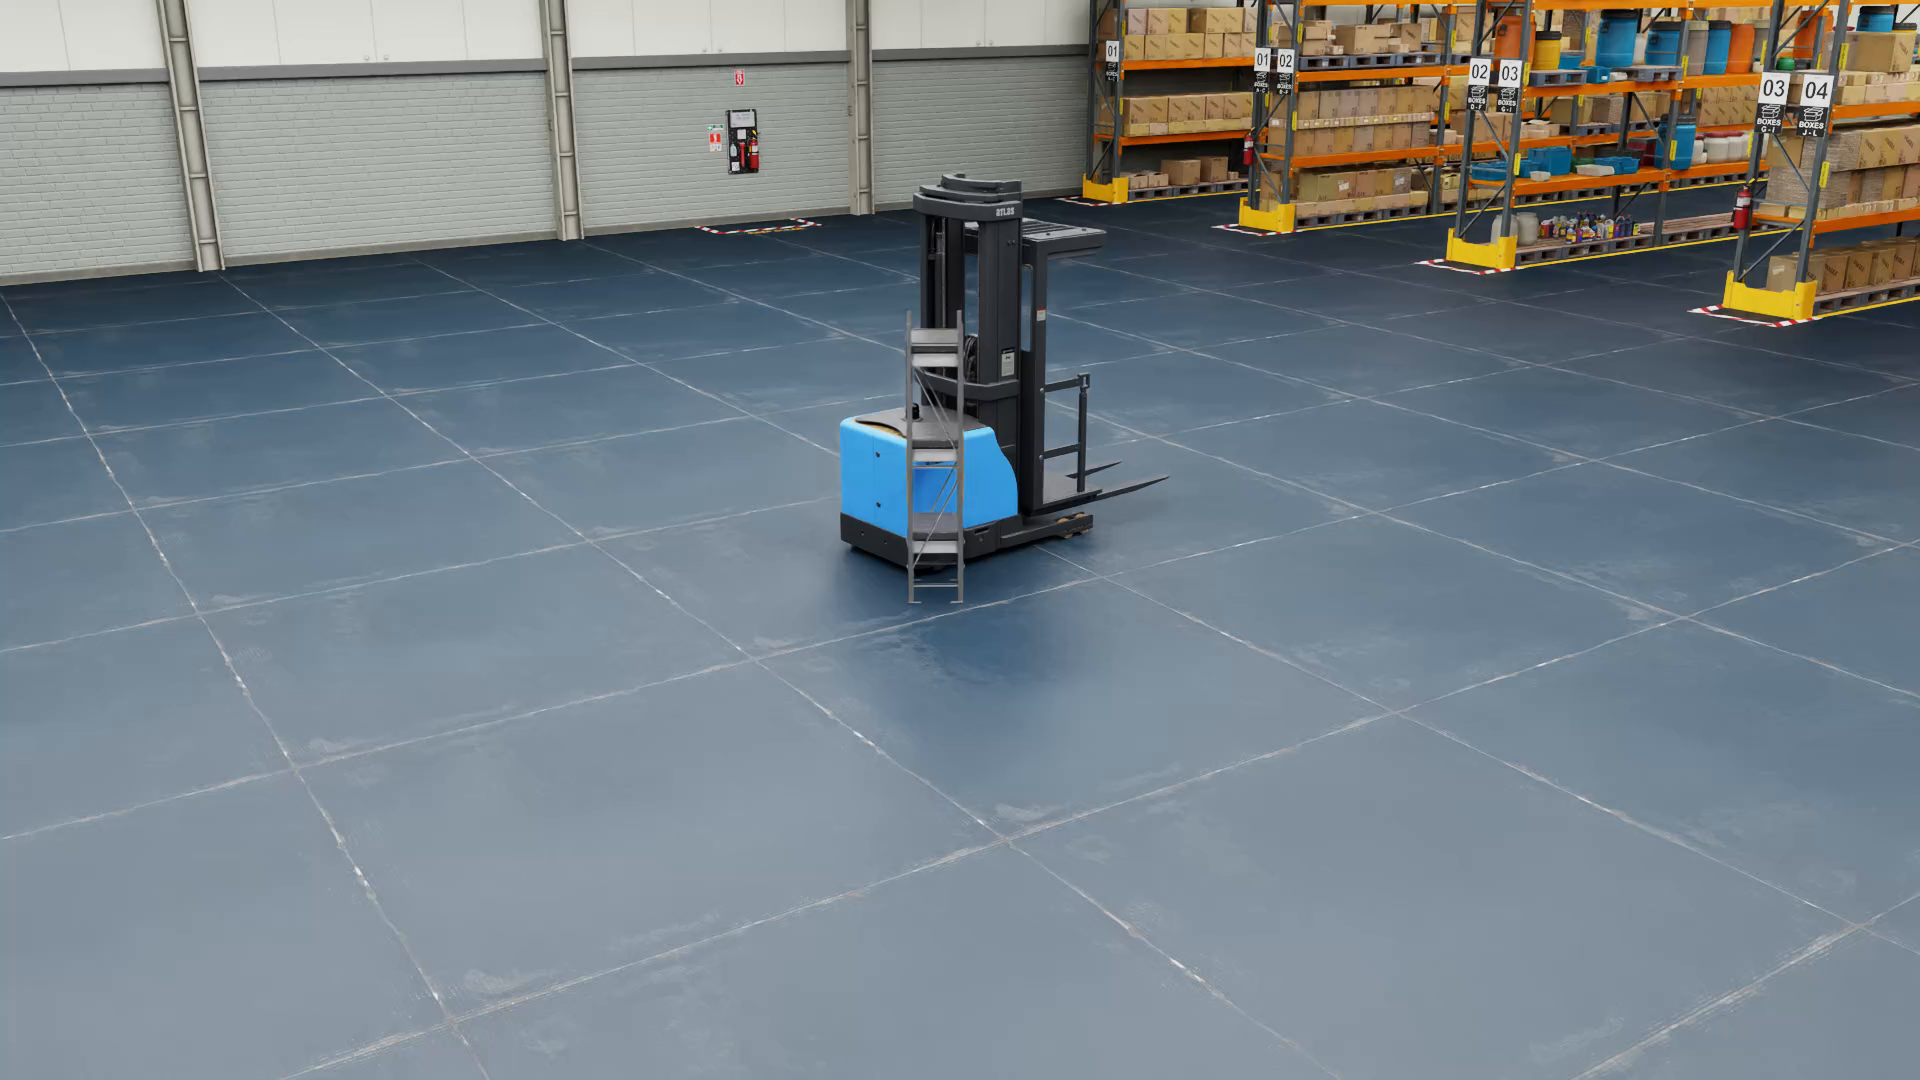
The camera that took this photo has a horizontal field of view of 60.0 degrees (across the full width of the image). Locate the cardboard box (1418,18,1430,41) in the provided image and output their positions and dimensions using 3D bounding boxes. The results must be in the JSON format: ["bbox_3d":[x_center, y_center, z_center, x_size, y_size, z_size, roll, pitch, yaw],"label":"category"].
[{"bbox_3d":[10.443,-11.846,38.573,0.500,0.500,0.700,-13,23,-34],"label":"cardboard box"}]

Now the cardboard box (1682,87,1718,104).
[{"bbox_3d":[16.272,-9.870,36.538,0.500,0.500,0.500,-11,22,-30],"label":"cardboard box"}]

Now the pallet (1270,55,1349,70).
[{"bbox_3d":[6.307,-8.724,30.320,1.213,0.211,1.003,-12,22,-31],"label":"pallet"}]

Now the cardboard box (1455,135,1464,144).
[{"bbox_3d":[9.895,-7.914,32.863,0.250,0.149,0.380,-12,22,-31],"label":"cardboard box"}]

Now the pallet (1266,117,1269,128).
[{"bbox_3d":[7.033,-9.261,36.754,1.213,0.211,1.003,-12,22,-31],"label":"pallet"}]

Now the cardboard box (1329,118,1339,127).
[{"bbox_3d":[6.788,-7.728,30.751,0.250,0.149,0.380,-12,22,-32],"label":"cardboard box"}]

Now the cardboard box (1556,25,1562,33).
[{"bbox_3d":[14.576,-12.491,40.747,0.500,0.250,0.500,-13,22,-33],"label":"cardboard box"}]

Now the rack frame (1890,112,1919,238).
[{"bbox_3d":[14.488,-5.281,24.683,0.127,3.000,1.000,-12,22,-31],"label":"rack frame"}]

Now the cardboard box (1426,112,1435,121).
[{"bbox_3d":[8.933,-8.181,32.092,0.250,0.149,0.380,-12,22,-31],"label":"cardboard box"}]

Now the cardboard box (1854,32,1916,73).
[{"bbox_3d":[12.536,-6.612,22.535,0.500,0.500,0.500,-12,22,-32],"label":"cardboard box"}]

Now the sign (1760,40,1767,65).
[{"bbox_3d":[10.859,-6.569,22.426,0.005,0.325,0.100,-12,22,-31],"label":"sign"}]

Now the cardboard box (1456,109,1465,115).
[{"bbox_3d":[11.785,-10.208,39.618,0.250,0.149,0.380,-13,22,-33],"label":"cardboard box"}]

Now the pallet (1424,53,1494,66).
[{"bbox_3d":[9.772,-9.421,32.543,1.217,0.209,0.805,-13,23,-34],"label":"pallet"}]

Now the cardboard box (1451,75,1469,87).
[{"bbox_3d":[11.889,-10.890,39.451,0.500,0.250,0.500,-11,22,-30],"label":"cardboard box"}]

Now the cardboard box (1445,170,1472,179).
[{"bbox_3d":[9.946,-7.187,33.081,0.500,0.311,0.500,-12,22,-32],"label":"cardboard box"}]

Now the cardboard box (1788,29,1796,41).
[{"bbox_3d":[18.776,-11.474,37.769,0.500,0.250,0.500,-12,22,-31],"label":"cardboard box"}]

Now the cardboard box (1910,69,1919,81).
[{"bbox_3d":[13.277,-6.452,23.074,0.250,0.149,0.380,-11,21,-29],"label":"cardboard box"}]

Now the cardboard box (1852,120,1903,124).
[{"bbox_3d":[13.138,-5.756,23.904,0.500,0.500,0.500,-12,22,-31],"label":"cardboard box"}]

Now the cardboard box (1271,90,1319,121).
[{"bbox_3d":[6.143,-7.977,30.476,0.500,0.500,0.700,-12,22,-31],"label":"cardboard box"}]

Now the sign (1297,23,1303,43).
[{"bbox_3d":[6.002,-8.950,29.363,0.005,0.325,0.100,-12,22,-31],"label":"sign"}]

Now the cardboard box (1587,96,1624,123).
[{"bbox_3d":[13.716,-9.134,35.266,0.500,0.500,0.700,-8,20,-21],"label":"cardboard box"}]

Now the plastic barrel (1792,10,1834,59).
[{"bbox_3d":[15.580,-9.233,30.363,0.708,0.830,0.600,-12,22,-31],"label":"plastic barrel"}]

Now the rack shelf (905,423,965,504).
[{"bbox_3d":[-0.184,-0.589,12.250,0.431,0.518,0.480,0,19,-1],"label":"rack shelf"}]

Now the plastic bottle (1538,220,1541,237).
[{"bbox_3d":[9.803,-5.289,28.261,0.133,0.283,0.061,-11,22,-30],"label":"plastic bottle"}]

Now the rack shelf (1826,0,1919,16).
[{"bbox_3d":[16.775,-9.975,30.946,4.000,0.370,1.077,-12,22,-31],"label":"rack shelf"}]

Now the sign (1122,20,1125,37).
[{"bbox_3d":[3.273,-10.241,33.307,0.005,0.325,0.100,-12,22,-31],"label":"sign"}]

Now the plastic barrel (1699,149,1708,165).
[{"bbox_3d":[12.954,-6.733,29.192,0.301,0.262,0.301,0,19,0],"label":"plastic barrel"}]

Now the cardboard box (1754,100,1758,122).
[{"bbox_3d":[17.989,-9.762,37.782,0.500,0.500,0.500,-12,22,-31],"label":"cardboard box"}]

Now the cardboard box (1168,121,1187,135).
[{"bbox_3d":[4.411,-8.674,34.922,0.500,0.250,0.500,-12,22,-32],"label":"cardboard box"}]

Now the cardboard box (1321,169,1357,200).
[{"bbox_3d":[7.099,-6.694,31.328,0.500,0.500,0.500,-12,22,-31],"label":"cardboard box"}]

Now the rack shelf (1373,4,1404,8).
[{"bbox_3d":[11.326,-12.625,38.785,4.000,0.370,1.077,-12,22,-31],"label":"rack shelf"}]

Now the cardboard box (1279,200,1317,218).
[{"bbox_3d":[6.272,-6.159,30.915,0.500,0.250,0.500,-12,22,-31],"label":"cardboard box"}]

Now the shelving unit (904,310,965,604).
[{"bbox_3d":[-0.184,-0.602,12.246,0.431,2.100,0.503,0,19,-1],"label":"shelving unit"}]

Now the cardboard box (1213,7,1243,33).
[{"bbox_3d":[5.591,-10.947,35.009,0.500,0.500,0.500,-11,21,-28],"label":"cardboard box"}]

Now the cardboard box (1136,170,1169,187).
[{"bbox_3d":[4.078,-7.684,35.303,0.500,0.311,0.500,-10,21,-27],"label":"cardboard box"}]

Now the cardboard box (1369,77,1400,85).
[{"bbox_3d":[9.892,-10.663,38.779,0.500,0.250,0.500,-11,22,-30],"label":"cardboard box"}]

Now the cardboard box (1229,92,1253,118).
[{"bbox_3d":[6.090,-9.384,35.850,0.500,0.500,0.500,-12,22,-32],"label":"cardboard box"}]

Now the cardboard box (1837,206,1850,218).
[{"bbox_3d":[11.953,-4.523,22.833,0.250,0.149,0.380,-12,22,-31],"label":"cardboard box"}]

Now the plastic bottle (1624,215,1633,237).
[{"bbox_3d":[11.384,-5.369,28.392,0.185,0.351,0.144,-13,22,-33],"label":"plastic bottle"}]

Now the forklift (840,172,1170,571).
[{"bbox_3d":[0.485,-1.517,13.657,3.031,2.935,1.130,-15,24,-37],"label":"forklift"}]

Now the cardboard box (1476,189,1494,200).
[{"bbox_3d":[10.375,-7.015,33.447,0.500,0.250,0.500,-13,22,-33],"label":"cardboard box"}]

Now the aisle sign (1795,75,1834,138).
[{"bbox_3d":[11.260,-5.717,21.913,0.004,0.787,0.394,-12,22,-31],"label":"aisle sign"}]

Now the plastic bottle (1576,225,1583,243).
[{"bbox_3d":[10.308,-5.094,27.684,0.133,0.283,0.061,-11,22,-31],"label":"plastic bottle"}]

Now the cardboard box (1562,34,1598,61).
[{"bbox_3d":[12.729,-10.191,34.364,0.500,0.500,0.910,-12,22,-31],"label":"cardboard box"}]

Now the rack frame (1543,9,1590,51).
[{"bbox_3d":[12.383,-11.478,33.646,0.127,3.000,1.000,-12,22,-31],"label":"rack frame"}]

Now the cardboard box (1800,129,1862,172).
[{"bbox_3d":[11.756,-5.263,22.446,0.500,0.500,0.500,-12,22,-31],"label":"cardboard box"}]

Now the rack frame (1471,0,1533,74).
[{"bbox_3d":[8.423,-8.744,25.557,0.127,3.000,1.000,-12,22,-31],"label":"rack frame"}]

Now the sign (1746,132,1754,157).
[{"bbox_3d":[10.859,-5.427,22.813,0.005,0.325,0.100,-12,22,-31],"label":"sign"}]

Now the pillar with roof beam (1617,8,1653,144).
[{"bbox_3d":[20.484,-13.767,40.417,0.400,9.000,9.100,-12,22,-31],"label":"pillar with roof beam"}]

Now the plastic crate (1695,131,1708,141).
[{"bbox_3d":[13.587,-7.138,30.076,0.583,0.464,0.402,-12,22,-31],"label":"plastic crate"}]

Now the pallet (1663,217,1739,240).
[{"bbox_3d":[13.418,-5.650,30.128,1.213,0.211,1.003,-12,22,-31],"label":"pallet"}]

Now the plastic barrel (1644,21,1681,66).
[{"bbox_3d":[12.069,-8.412,28.478,0.708,0.901,0.600,-12,22,-31],"label":"plastic barrel"}]

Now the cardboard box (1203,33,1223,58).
[{"bbox_3d":[5.158,-10.385,34.910,0.500,0.500,0.500,-13,23,-33],"label":"cardboard box"}]

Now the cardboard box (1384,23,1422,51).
[{"bbox_3d":[8.477,-9.647,31.883,0.500,0.500,0.500,-10,21,-27],"label":"cardboard box"}]

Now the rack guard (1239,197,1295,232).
[{"bbox_3d":[5.682,-6.039,30.827,0.348,0.500,1.175,-12,22,-31],"label":"rack guard"}]

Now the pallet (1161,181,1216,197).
[{"bbox_3d":[4.754,-7.591,35.869,1.213,0.211,1.003,-12,22,-31],"label":"pallet"}]

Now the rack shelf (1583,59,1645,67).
[{"bbox_3d":[14.054,-10.069,35.284,4.000,0.370,1.077,-12,22,-31],"label":"rack shelf"}]
